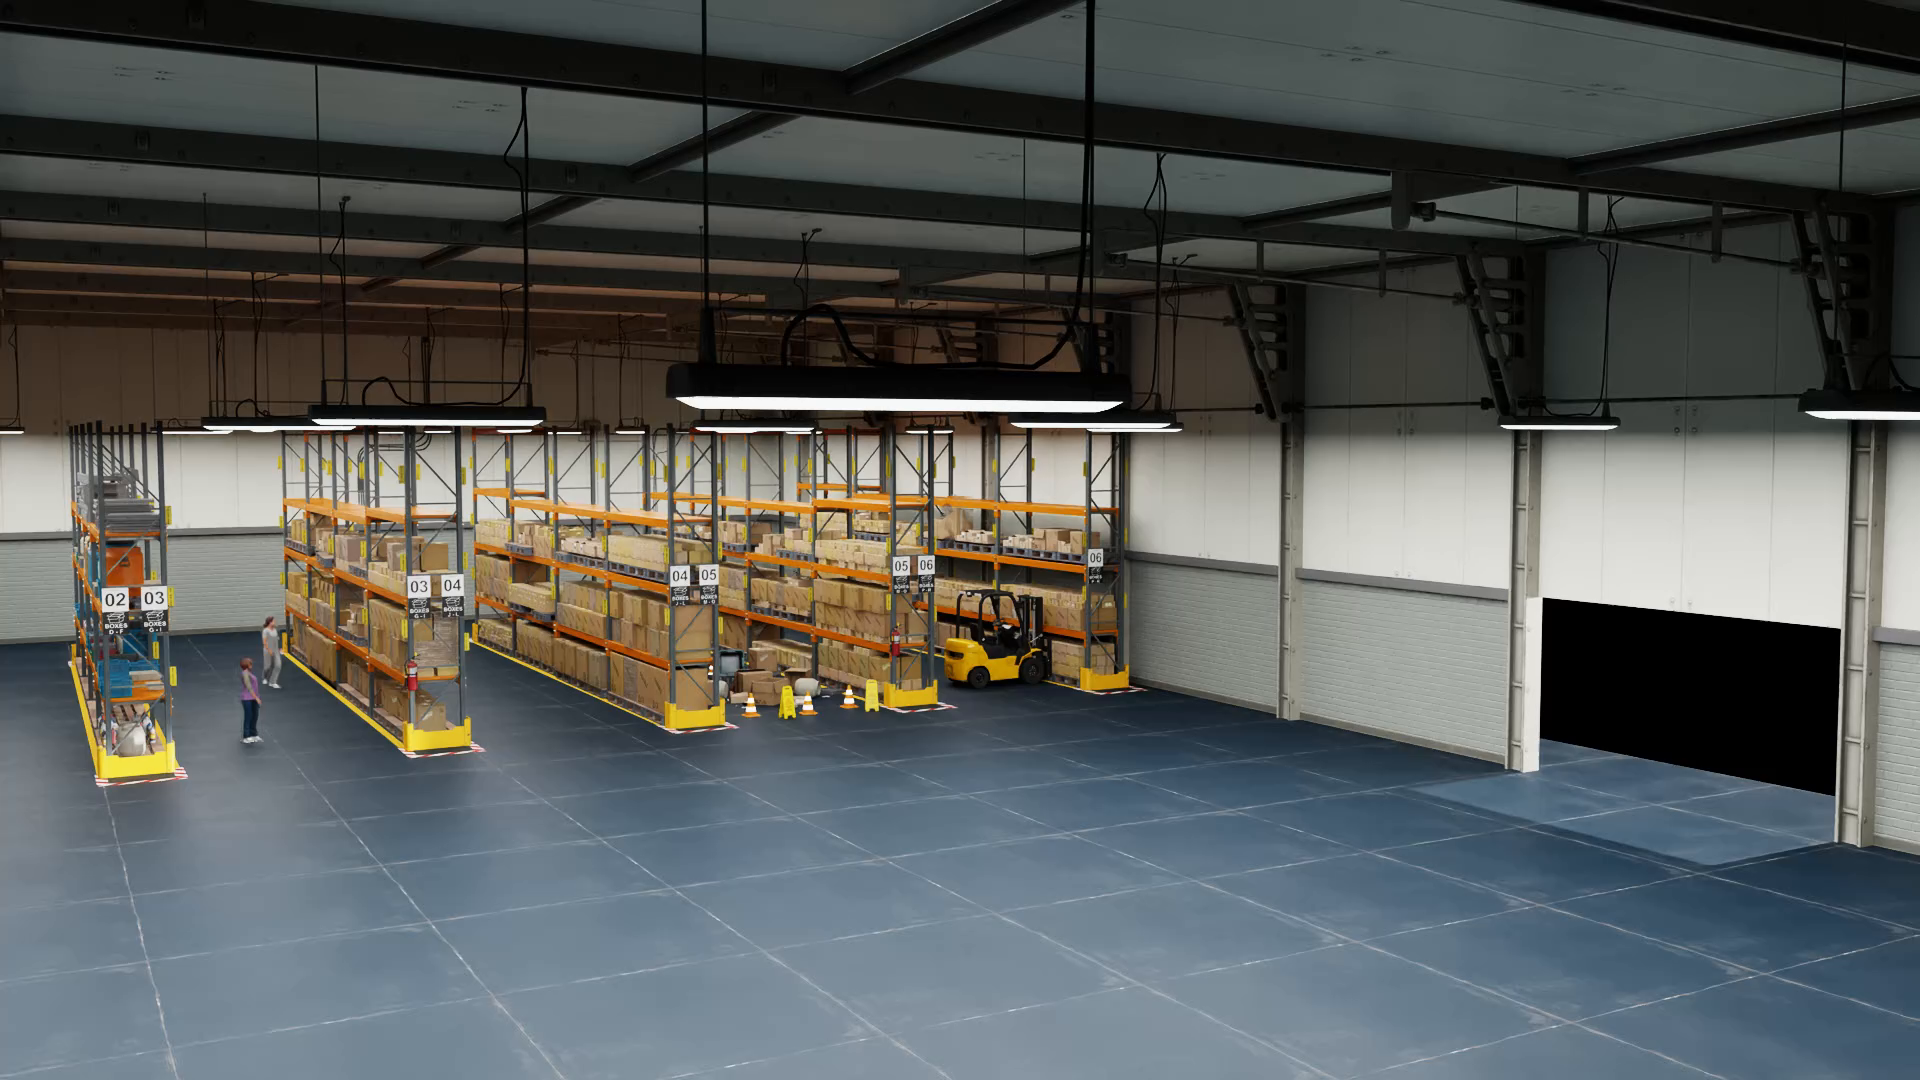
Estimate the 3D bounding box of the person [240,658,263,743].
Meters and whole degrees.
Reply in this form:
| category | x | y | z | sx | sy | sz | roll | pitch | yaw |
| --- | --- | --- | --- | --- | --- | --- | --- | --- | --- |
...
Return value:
| category | x | y | z | sx | sy | sz | roll | pitch | yaw |
| --- | --- | --- | --- | --- | --- | --- | --- | --- | --- |
| person | -13.270 | 3.013 | 31.174 | 0.517 | 1.625 | 0.455 | 0 | 4 | 6 |

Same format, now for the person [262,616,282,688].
| category | x | y | z | sx | sy | sz | roll | pitch | yaw |
| --- | --- | --- | --- | --- | --- | --- | --- | --- | --- |
| person | -15.808 | 2.559 | 38.153 | 0.697 | 1.625 | 0.491 | 3 | 5 | 40 |
